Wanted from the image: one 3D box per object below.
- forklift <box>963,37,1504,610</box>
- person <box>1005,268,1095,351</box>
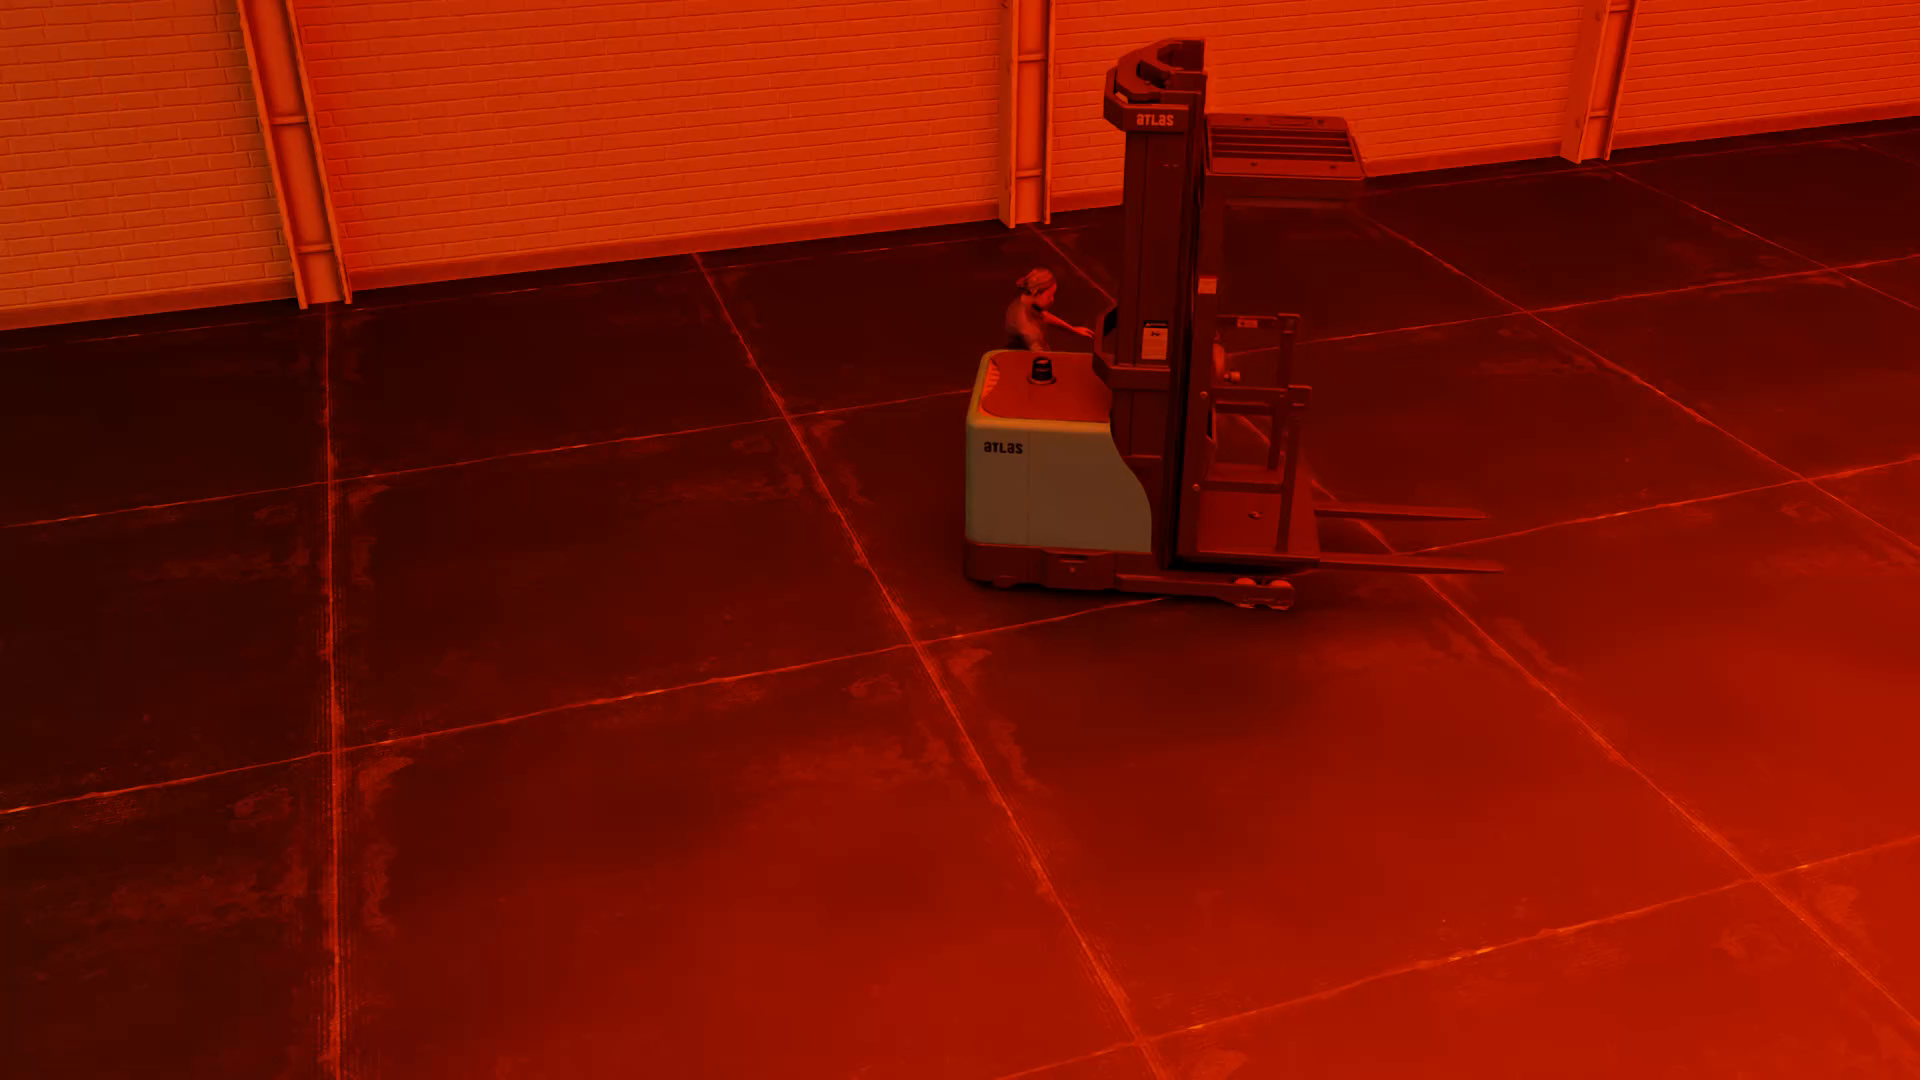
[{"bbox_3d":[1.570,-1.158,9.100,3.031,2.935,1.130,3,30,6],"label":"forklift"},{"bbox_3d":[0.593,-0.967,10.225,0.641,1.481,0.894,2,30,4],"label":"person"}]
